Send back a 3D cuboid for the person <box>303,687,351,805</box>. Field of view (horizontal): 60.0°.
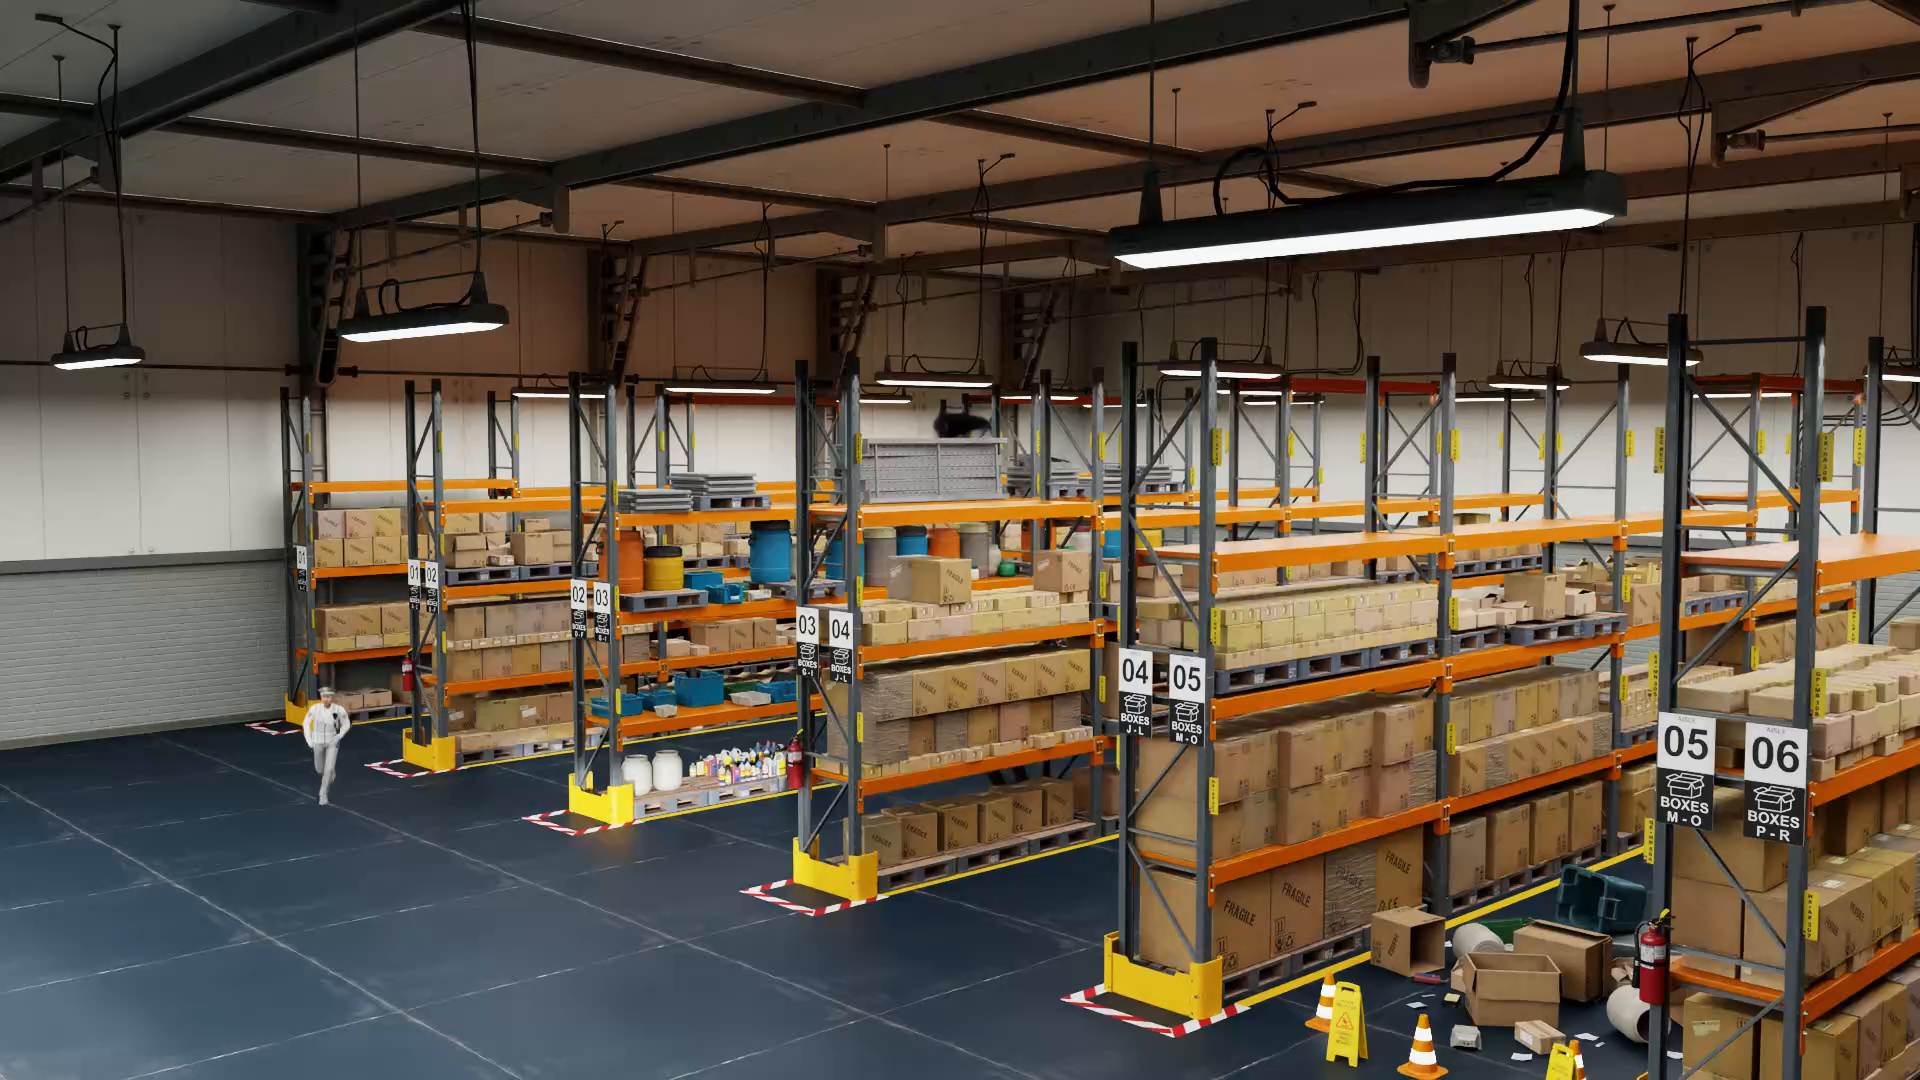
[{"bbox_3d":[-8.933,2.867,23.497,0.640,1.664,0.714,-1,4,-11],"label":"person"}]

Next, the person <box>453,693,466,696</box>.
[{"bbox_3d":[-8.474,2.623,27.767,0.558,1.534,0.569,3,5,36],"label":"person"}]

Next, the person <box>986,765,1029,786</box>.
[{"bbox_3d":[0.650,2.812,23.170,0.691,1.737,0.989,3,5,42],"label":"person"}]
